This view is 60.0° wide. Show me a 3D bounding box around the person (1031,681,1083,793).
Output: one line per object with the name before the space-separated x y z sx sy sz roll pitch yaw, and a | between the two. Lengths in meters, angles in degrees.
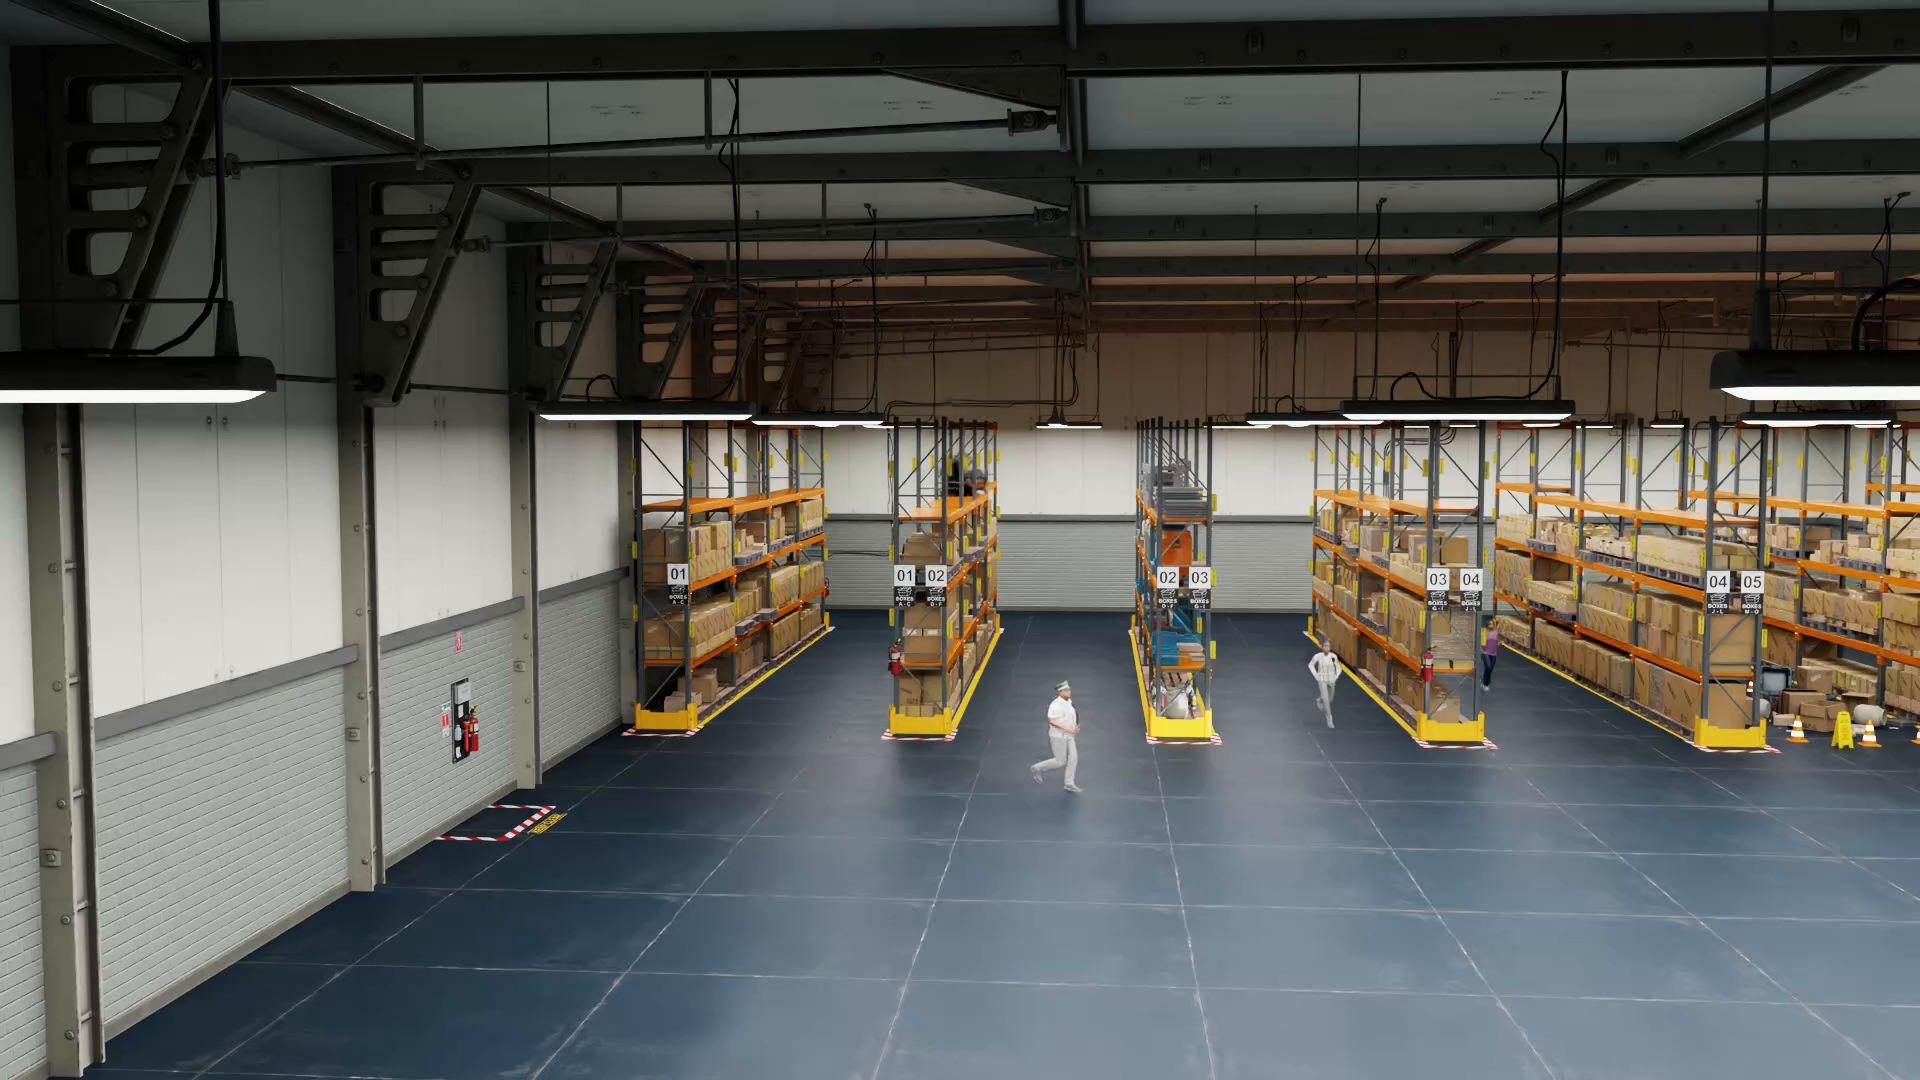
person | 1.588 3.122 26.544 0.834 1.784 0.670 2 4 30

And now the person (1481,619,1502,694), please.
person | 11.617 2.558 36.505 0.515 1.607 0.704 0 4 -4

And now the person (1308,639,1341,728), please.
person | 7.174 2.780 32.620 0.592 1.694 1.021 -1 4 -10
